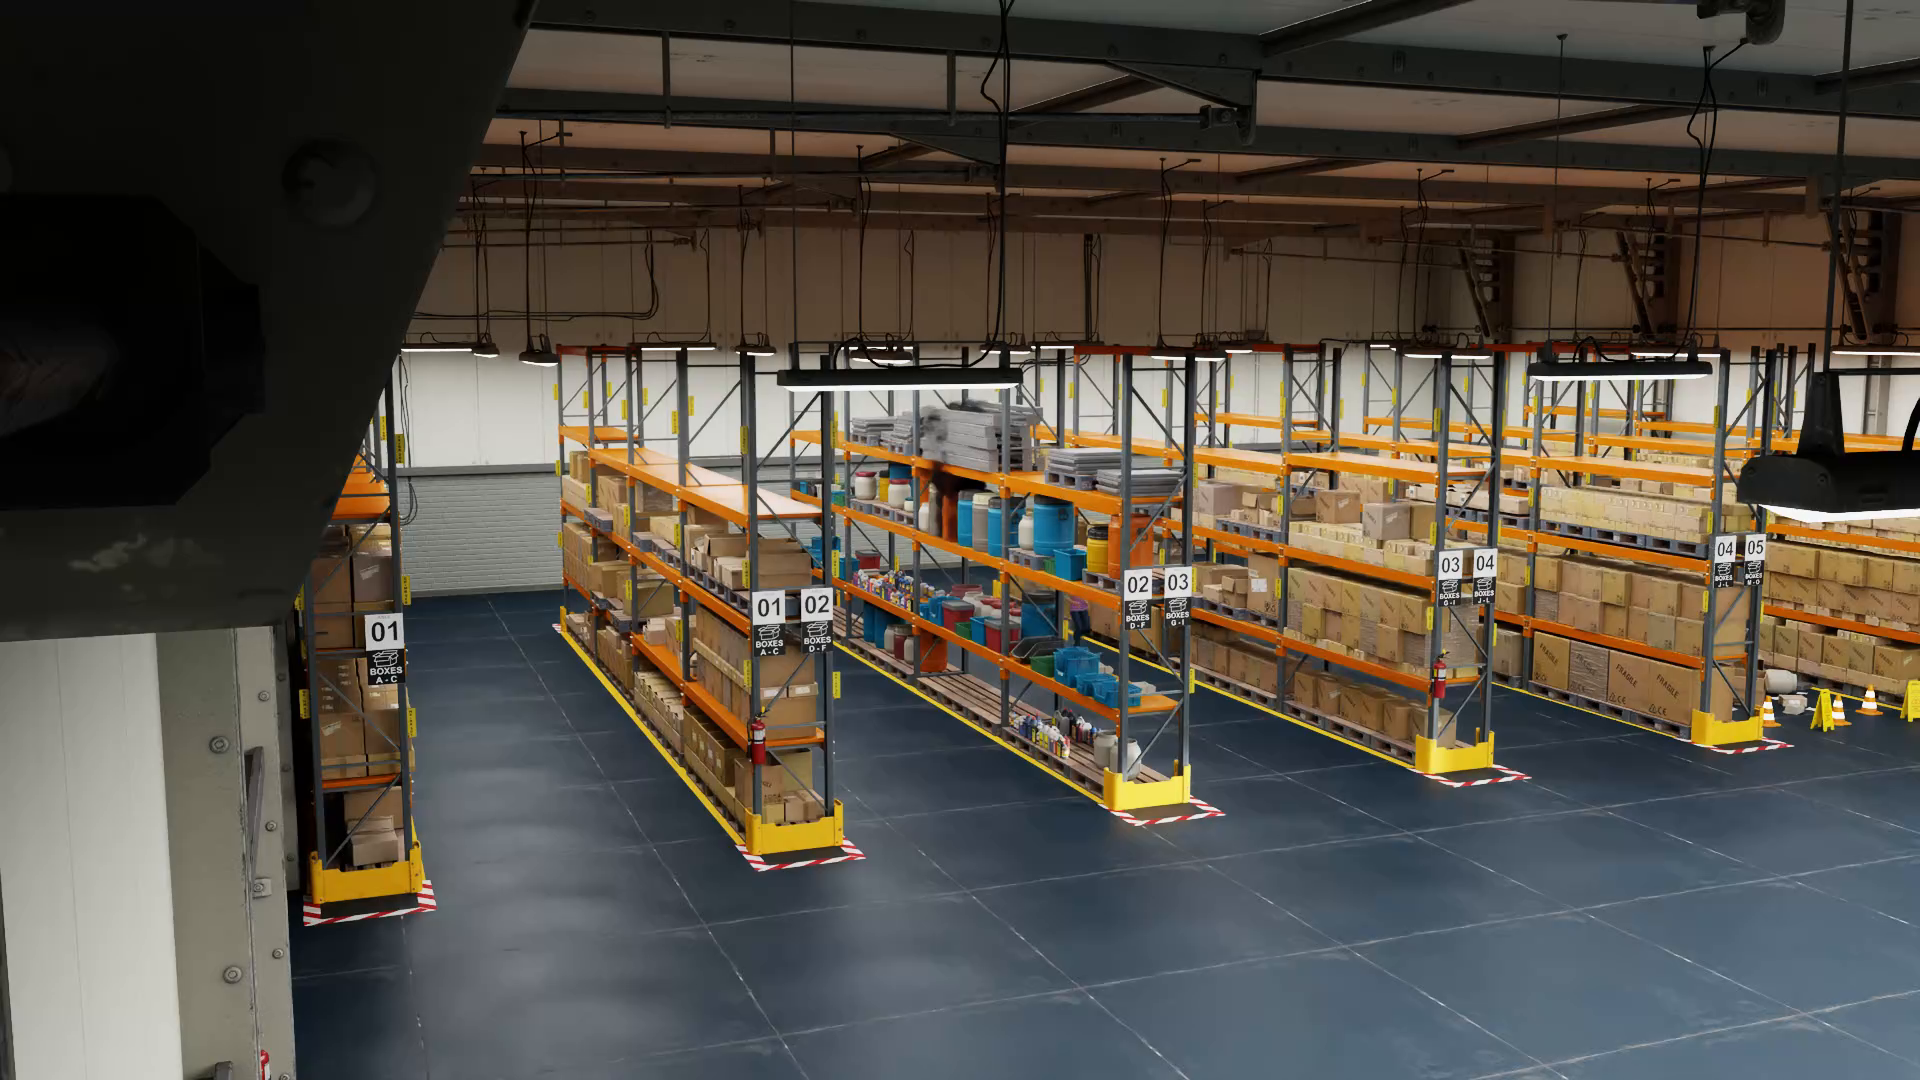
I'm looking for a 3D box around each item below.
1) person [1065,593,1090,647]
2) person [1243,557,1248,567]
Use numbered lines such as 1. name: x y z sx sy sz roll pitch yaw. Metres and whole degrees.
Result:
1. person: 2.229 1.319 31.119 0.532 1.560 0.510 -4 8 -27
2. person: 7.390 0.153 42.367 0.877 1.605 0.538 -4 8 -30
